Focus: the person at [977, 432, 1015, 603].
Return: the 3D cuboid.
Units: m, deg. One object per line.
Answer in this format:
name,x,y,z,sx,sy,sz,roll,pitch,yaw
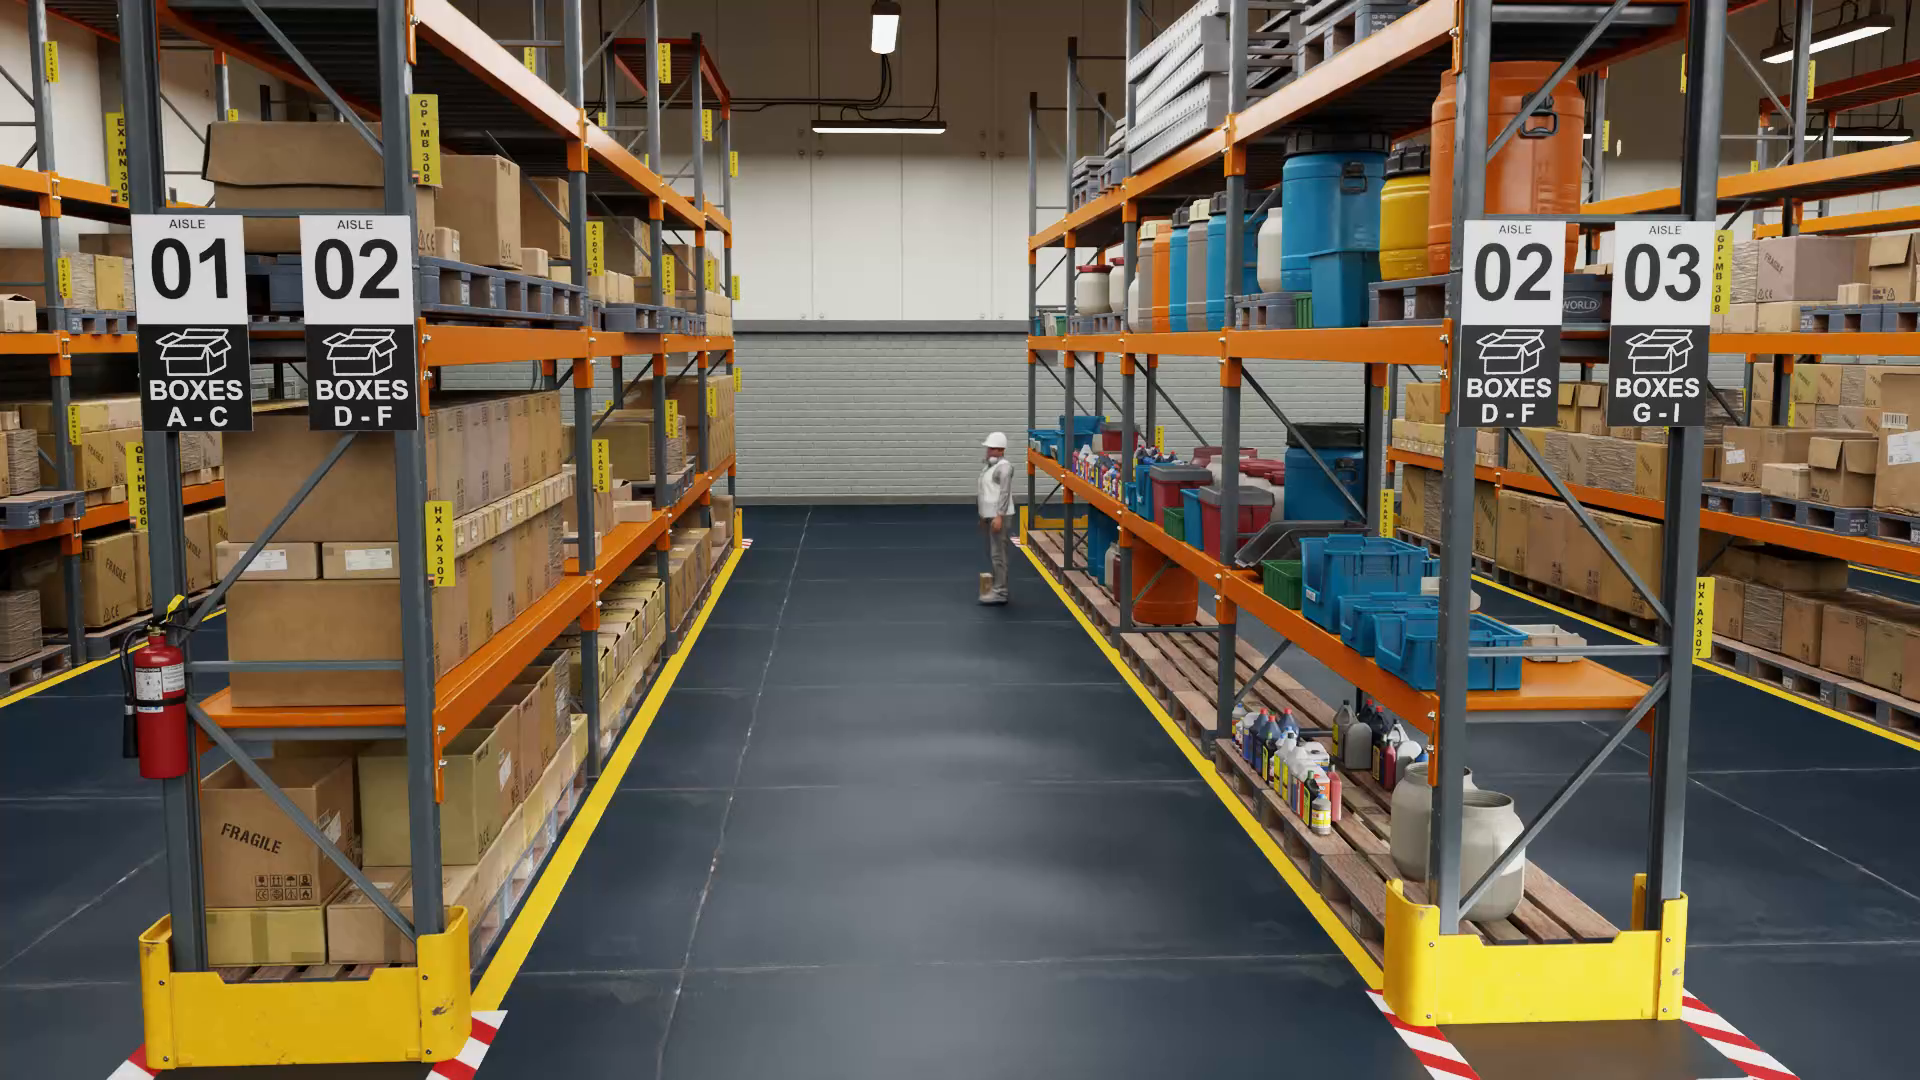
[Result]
person,0.354,-0.236,17.421,0.385,1.778,0.577,-2,7,-16
